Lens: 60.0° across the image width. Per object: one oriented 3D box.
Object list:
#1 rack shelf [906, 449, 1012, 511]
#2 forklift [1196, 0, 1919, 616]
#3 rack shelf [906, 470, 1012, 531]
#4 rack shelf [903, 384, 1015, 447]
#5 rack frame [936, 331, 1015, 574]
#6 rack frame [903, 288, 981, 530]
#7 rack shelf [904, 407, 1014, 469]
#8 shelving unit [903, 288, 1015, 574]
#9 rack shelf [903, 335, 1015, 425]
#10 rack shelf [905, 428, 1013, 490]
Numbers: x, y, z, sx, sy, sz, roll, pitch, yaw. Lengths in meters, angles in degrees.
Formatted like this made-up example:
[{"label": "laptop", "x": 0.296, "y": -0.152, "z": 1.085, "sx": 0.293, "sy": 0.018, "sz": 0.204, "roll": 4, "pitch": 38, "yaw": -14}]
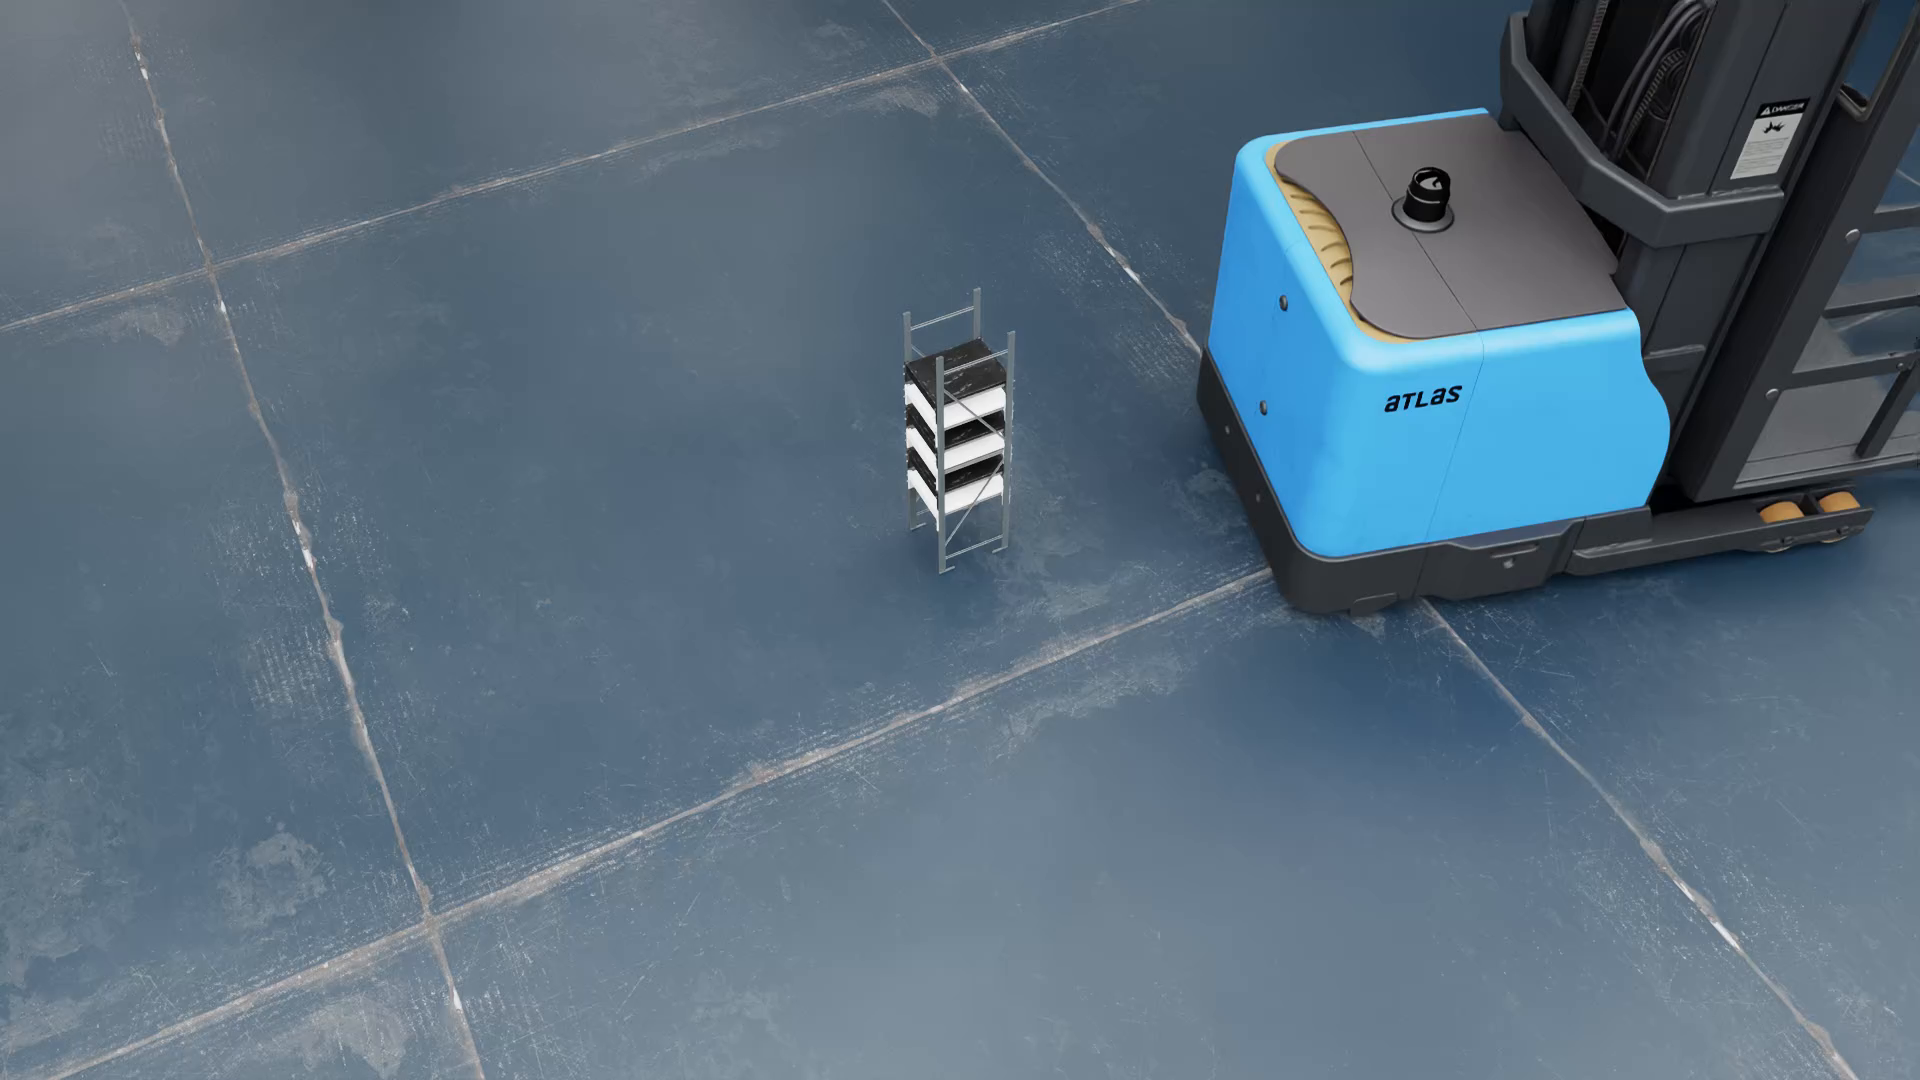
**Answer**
[{"label": "rack shelf", "x": -0.004, "y": -0.221, "z": 5.009, "sx": 0.258, "sy": 0.077, "sz": 0.200, "roll": -21, "pitch": 52, "yaw": -18}, {"label": "forklift", "x": 2.362, "y": -1.309, "z": 4.447, "sx": 3.031, "sy": 2.935, "sz": 1.130, "roll": -9, "pitch": 49, "yaw": -8}, {"label": "rack shelf", "x": -0.004, "y": -0.161, "z": 5.077, "sx": 0.258, "sy": 0.077, "sz": 0.200, "roll": -21, "pitch": 52, "yaw": -18}, {"label": "rack shelf", "x": -0.004, "y": -0.398, "z": 4.806, "sx": 0.258, "sy": 0.077, "sz": 0.200, "roll": -21, "pitch": 52, "yaw": -18}, {"label": "rack frame", "x": 0.043, "y": -0.234, "z": 4.857, "sx": 0.240, "sy": 0.900, "sz": 0.006, "roll": -21, "pitch": 52, "yaw": -18}, {"label": "rack frame", "x": -0.050, "y": -0.370, "z": 4.976, "sx": 0.240, "sy": 0.900, "sz": 0.006, "roll": -21, "pitch": 52, "yaw": -18}, {"label": "rack shelf", "x": -0.004, "y": -0.339, "z": 4.873, "sx": 0.258, "sy": 0.077, "sz": 0.200, "roll": -21, "pitch": 52, "yaw": -18}, {"label": "shelving unit", "x": -0.004, "y": -0.302, "z": 4.916, "sx": 0.258, "sy": 0.900, "sz": 0.210, "roll": -21, "pitch": 52, "yaw": -18}, {"label": "rack shelf", "x": -0.004, "y": -0.458, "z": 4.738, "sx": 0.258, "sy": 0.077, "sz": 0.200, "roll": -21, "pitch": 52, "yaw": -18}, {"label": "rack shelf", "x": -0.004, "y": -0.280, "z": 4.941, "sx": 0.258, "sy": 0.077, "sz": 0.200, "roll": -21, "pitch": 52, "yaw": -18}]
